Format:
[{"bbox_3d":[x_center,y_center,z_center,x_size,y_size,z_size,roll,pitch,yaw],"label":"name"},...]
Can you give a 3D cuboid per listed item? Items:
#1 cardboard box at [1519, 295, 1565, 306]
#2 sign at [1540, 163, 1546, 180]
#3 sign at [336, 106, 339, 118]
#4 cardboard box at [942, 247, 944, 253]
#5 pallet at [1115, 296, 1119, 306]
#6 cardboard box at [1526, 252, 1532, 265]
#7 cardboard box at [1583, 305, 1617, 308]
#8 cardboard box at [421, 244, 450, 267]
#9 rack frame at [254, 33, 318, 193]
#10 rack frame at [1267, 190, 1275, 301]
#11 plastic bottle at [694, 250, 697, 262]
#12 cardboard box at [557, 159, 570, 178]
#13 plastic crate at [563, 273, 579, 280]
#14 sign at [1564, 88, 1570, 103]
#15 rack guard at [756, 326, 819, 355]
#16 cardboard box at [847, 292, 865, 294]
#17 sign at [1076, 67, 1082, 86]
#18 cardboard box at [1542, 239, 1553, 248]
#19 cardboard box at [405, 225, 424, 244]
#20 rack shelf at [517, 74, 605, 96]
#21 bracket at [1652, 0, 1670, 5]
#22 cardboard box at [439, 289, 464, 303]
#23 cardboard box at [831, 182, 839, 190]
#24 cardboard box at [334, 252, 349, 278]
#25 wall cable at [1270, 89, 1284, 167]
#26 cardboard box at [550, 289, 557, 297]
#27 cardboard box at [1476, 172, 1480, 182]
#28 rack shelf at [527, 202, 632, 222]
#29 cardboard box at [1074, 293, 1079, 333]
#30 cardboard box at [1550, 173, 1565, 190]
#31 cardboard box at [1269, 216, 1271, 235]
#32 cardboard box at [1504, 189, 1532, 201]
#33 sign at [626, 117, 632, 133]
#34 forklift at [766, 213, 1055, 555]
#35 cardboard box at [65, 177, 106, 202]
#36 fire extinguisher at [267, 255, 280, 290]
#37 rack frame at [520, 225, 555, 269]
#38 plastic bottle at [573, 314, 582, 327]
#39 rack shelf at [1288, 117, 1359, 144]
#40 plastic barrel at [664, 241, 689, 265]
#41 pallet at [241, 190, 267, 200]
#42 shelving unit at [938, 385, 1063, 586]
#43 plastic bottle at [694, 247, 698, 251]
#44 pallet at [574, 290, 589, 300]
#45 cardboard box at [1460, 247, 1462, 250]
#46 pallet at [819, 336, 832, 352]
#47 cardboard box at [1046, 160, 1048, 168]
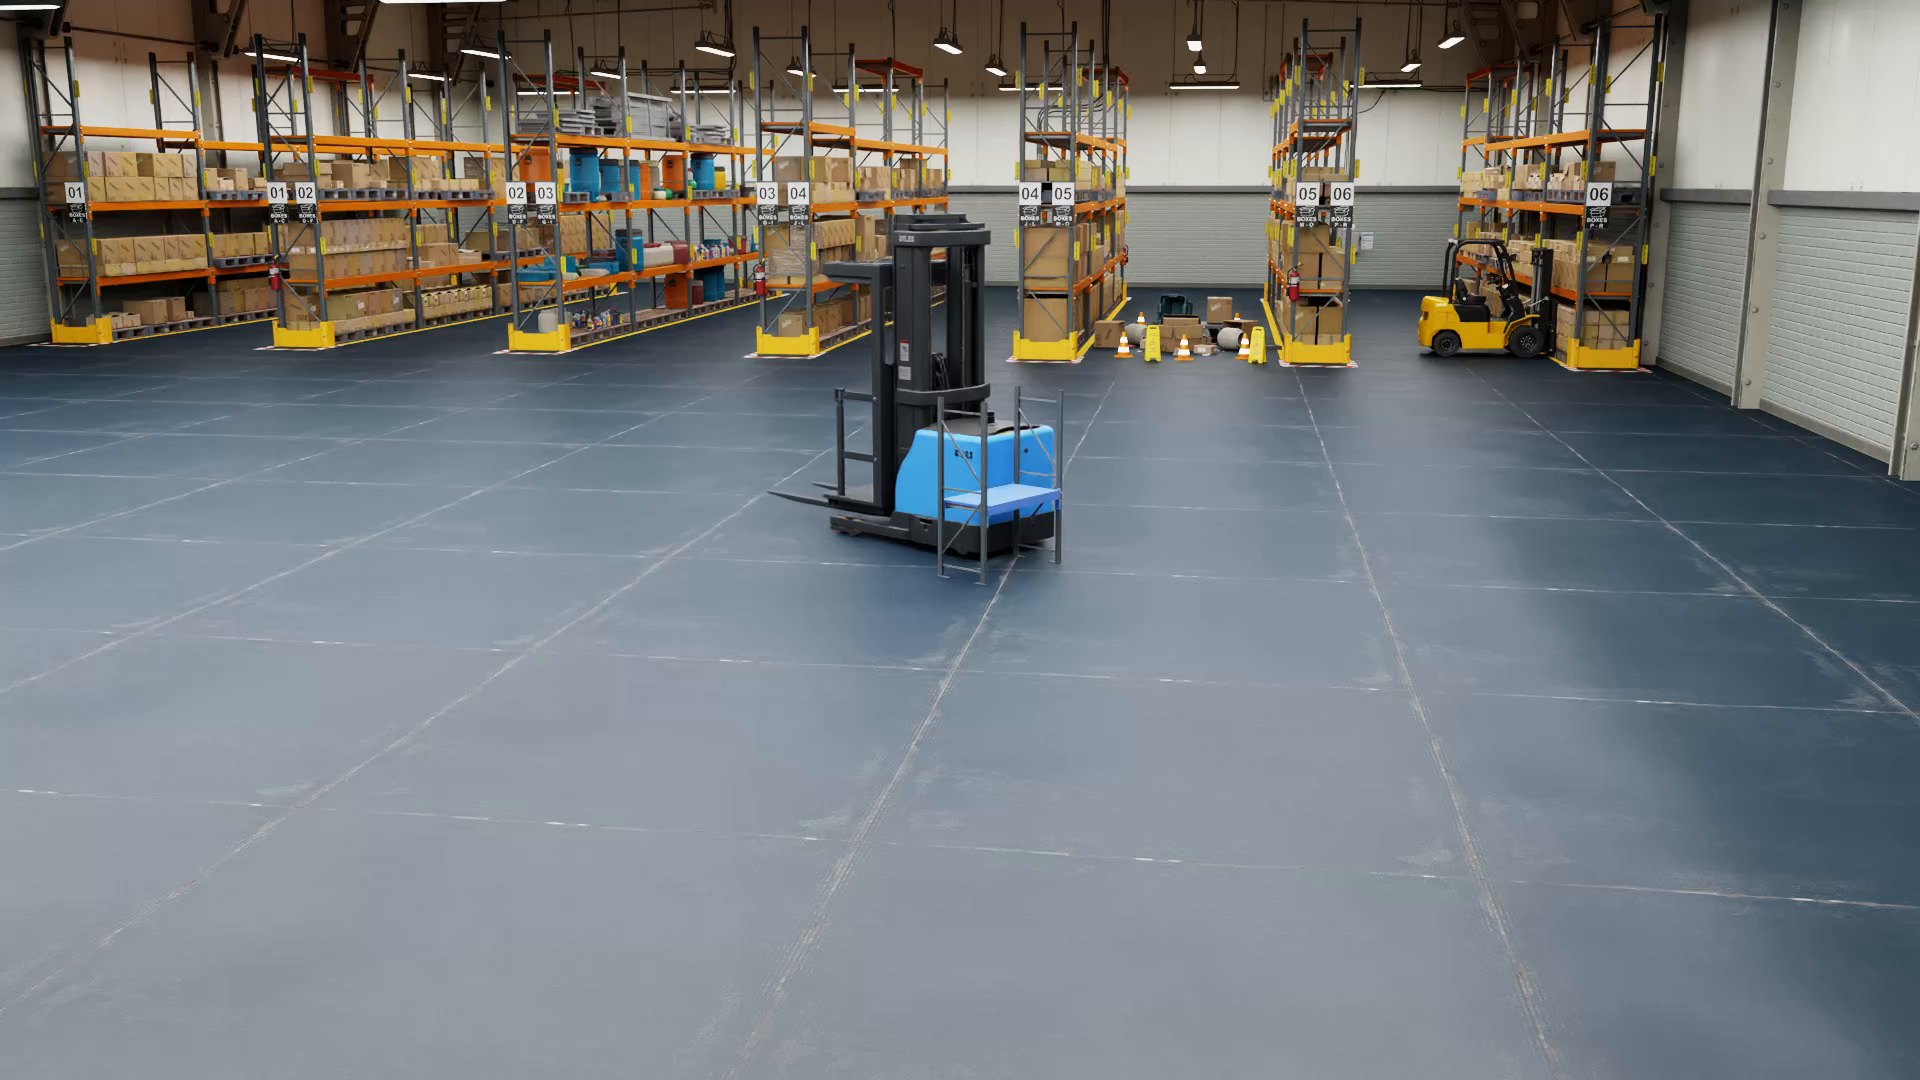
[{"bbox_3d":[12.323,-4.847,35.259,0.875,0.625,0.625,1,12,6],"label":"cardboard box"},{"bbox_3d":[11.475,-7.264,32.741,0.100,0.325,0.005,2,12,9],"label":"sign"},{"bbox_3d":[-16.682,-11.493,44.626,0.100,0.325,0.005,2,12,9],"label":"sign"},{"bbox_3d":[-0.646,-8.040,46.034,0.380,0.149,0.250,2,12,9],"label":"cardboard box"},{"bbox_3d":[3.685,-6.373,44.319,1.003,0.211,1.213,2,12,9],"label":"pallet"},{"bbox_3d":[11.908,-5.764,34.046,0.500,0.250,0.500,2,12,7],"label":"cardboard box"},{"bbox_3d":[11.820,-4.194,30.749,0.500,0.250,0.500,2,12,8],"label":"cardboard box"},{"bbox_3d":[-12.180,-6.600,38.519,0.500,0.500,0.500,2,12,9],"label":"cardboard box"},{"bbox_3d":[-13.087,-8.278,32.302,1.000,3.000,0.127,2,12,9],"label":"rack frame"},{"bbox_3d":[8.953,-8.033,45.406,1.000,3.000,0.127,2,12,9],"label":"rack frame"},{"bbox_3d":[-6.481,-6.939,40.606,0.061,0.283,0.133,2,12,9],"label":"plastic bottle"},{"bbox_3d":[-10.988,-10.049,45.030,0.700,0.500,0.500,2,12,9],"label":"cardboard box"},{"bbox_3d":[-7.738,-5.231,33.030,0.298,0.136,0.250,2,12,9],"label":"plastic crate"},{"bbox_3d":[13.177,-9.657,36.109,0.100,0.325,0.005,2,12,9],"label":"sign"},{"bbox_3d":[-3.288,-3.818,31.778,1.175,0.500,0.348,2,12,9],"label":"rack guard"},{"bbox_3d":[-2.225,-5.426,38.198,0.700,0.500,0.500,1,12,4],"label":"cardboard box"},{"bbox_3d":[2.133,-8.289,29.761,0.100,0.325,0.005,2,12,9],"label":"sign"},{"bbox_3d":[11.671,-5.830,32.699,0.380,0.149,0.250,2,12,10],"label":"cardboard box"},{"bbox_3d":[-15.818,-8.566,47.165,0.980,0.700,0.700,1,12,6],"label":"cardboard box"},{"bbox_3d":[-10.934,-12.466,45.551,1.077,0.370,4.000,2,12,9],"label":"rack shelf"},{"bbox_3d":[11.981,-9.276,28.387,0.235,0.232,0.430,2,12,9],"label":"bracket"},{"bbox_3d":[-11.927,-5.712,38.831,0.500,0.311,0.500,2,12,10],"label":"cardboard box"},{"bbox_3d":[-2.646,-7.093,33.331,0.380,0.149,0.250,2,12,11],"label":"cardboard box"},{"bbox_3d":[-12.927,-5.601,33.881,0.700,0.500,0.500,2,12,10],"label":"cardboard box"},{"bbox_3d":[9.550,-12.159,50.311,0.463,3.000,0.029,2,12,9],"label":"wall cable"},{"bbox_3d":[-11.034,-6.725,44.223,0.500,0.500,0.500,2,12,8],"label":"cardboard box"},{"bbox_3d":[13.153,-9.042,41.431,0.500,0.250,0.500,2,12,8],"label":"cardboard box"},{"bbox_3d":[-7.886,-6.715,33.877,1.077,0.370,4.000,2,12,9],"label":"rack shelf"},{"bbox_3d":[1.900,-4.525,33.173,0.875,0.875,0.875,2,12,9],"label":"cardboard box"},{"bbox_3d":[11.644,-6.887,31.944,0.500,0.311,0.500,2,12,10],"label":"cardboard box"},{"bbox_3d":[8.526,-8.373,44.369,0.500,0.500,0.500,2,12,7],"label":"cardboard box"},{"bbox_3d":[12.467,-7.716,37.168,0.500,0.250,0.500,1,12,7],"label":"cardboard box"},{"bbox_3d":[-7.036,-8.827,35.346,0.100,0.325,0.005,2,12,9],"label":"sign"},{"bbox_3d":[-0.575,-1.536,15.422,3.031,2.935,1.130,11,16,41],"label":"forklift"},{"bbox_3d":[-17.684,-7.092,33.632,0.500,0.500,0.500,2,12,10],"label":"cardboard box"},{"bbox_3d":[-13.564,-5.298,32.898,0.296,0.674,0.183,2,12,9],"label":"fire extinguisher"},{"bbox_3d":[-11.242,-7.844,44.525,1.000,3.000,0.127,2,12,9],"label":"rack frame"},{"bbox_3d":[-8.057,-4.619,34.982,0.152,0.276,0.135,2,12,9],"label":"plastic bottle"},{"bbox_3d":[6.800,-7.698,31.327,1.077,0.370,4.000,2,12,9],"label":"rack shelf"},{"bbox_3d":[-6.735,-6.810,39.405,0.600,0.536,0.708,2,12,9],"label":"plastic barrel"},{"bbox_3d":[-17.011,-8.054,38.825,1.213,0.211,1.003,2,12,9],"label":"pallet"},{"bbox_3d":[0.344,-0.479,13.912,0.538,1.500,1.048,10,16,39],"label":"shelving unit"},{"bbox_3d":[-6.788,-7.340,42.483,0.152,0.276,0.135,2,12,9],"label":"plastic bottle"},{"bbox_3d":[-10.950,-6.878,46.664,1.003,0.211,1.213,2,12,9],"label":"pallet"},{"bbox_3d":[13.445,-7.755,43.763,0.500,0.250,0.500,2,12,9],"label":"cardboard box"},{"bbox_3d":[-3.128,-3.844,32.588,1.003,0.211,1.213,2,12,9],"label":"pallet"},{"bbox_3d":[1.460,-7.122,31.526,0.380,0.149,0.250,2,12,9],"label":"cardboard box"}]
